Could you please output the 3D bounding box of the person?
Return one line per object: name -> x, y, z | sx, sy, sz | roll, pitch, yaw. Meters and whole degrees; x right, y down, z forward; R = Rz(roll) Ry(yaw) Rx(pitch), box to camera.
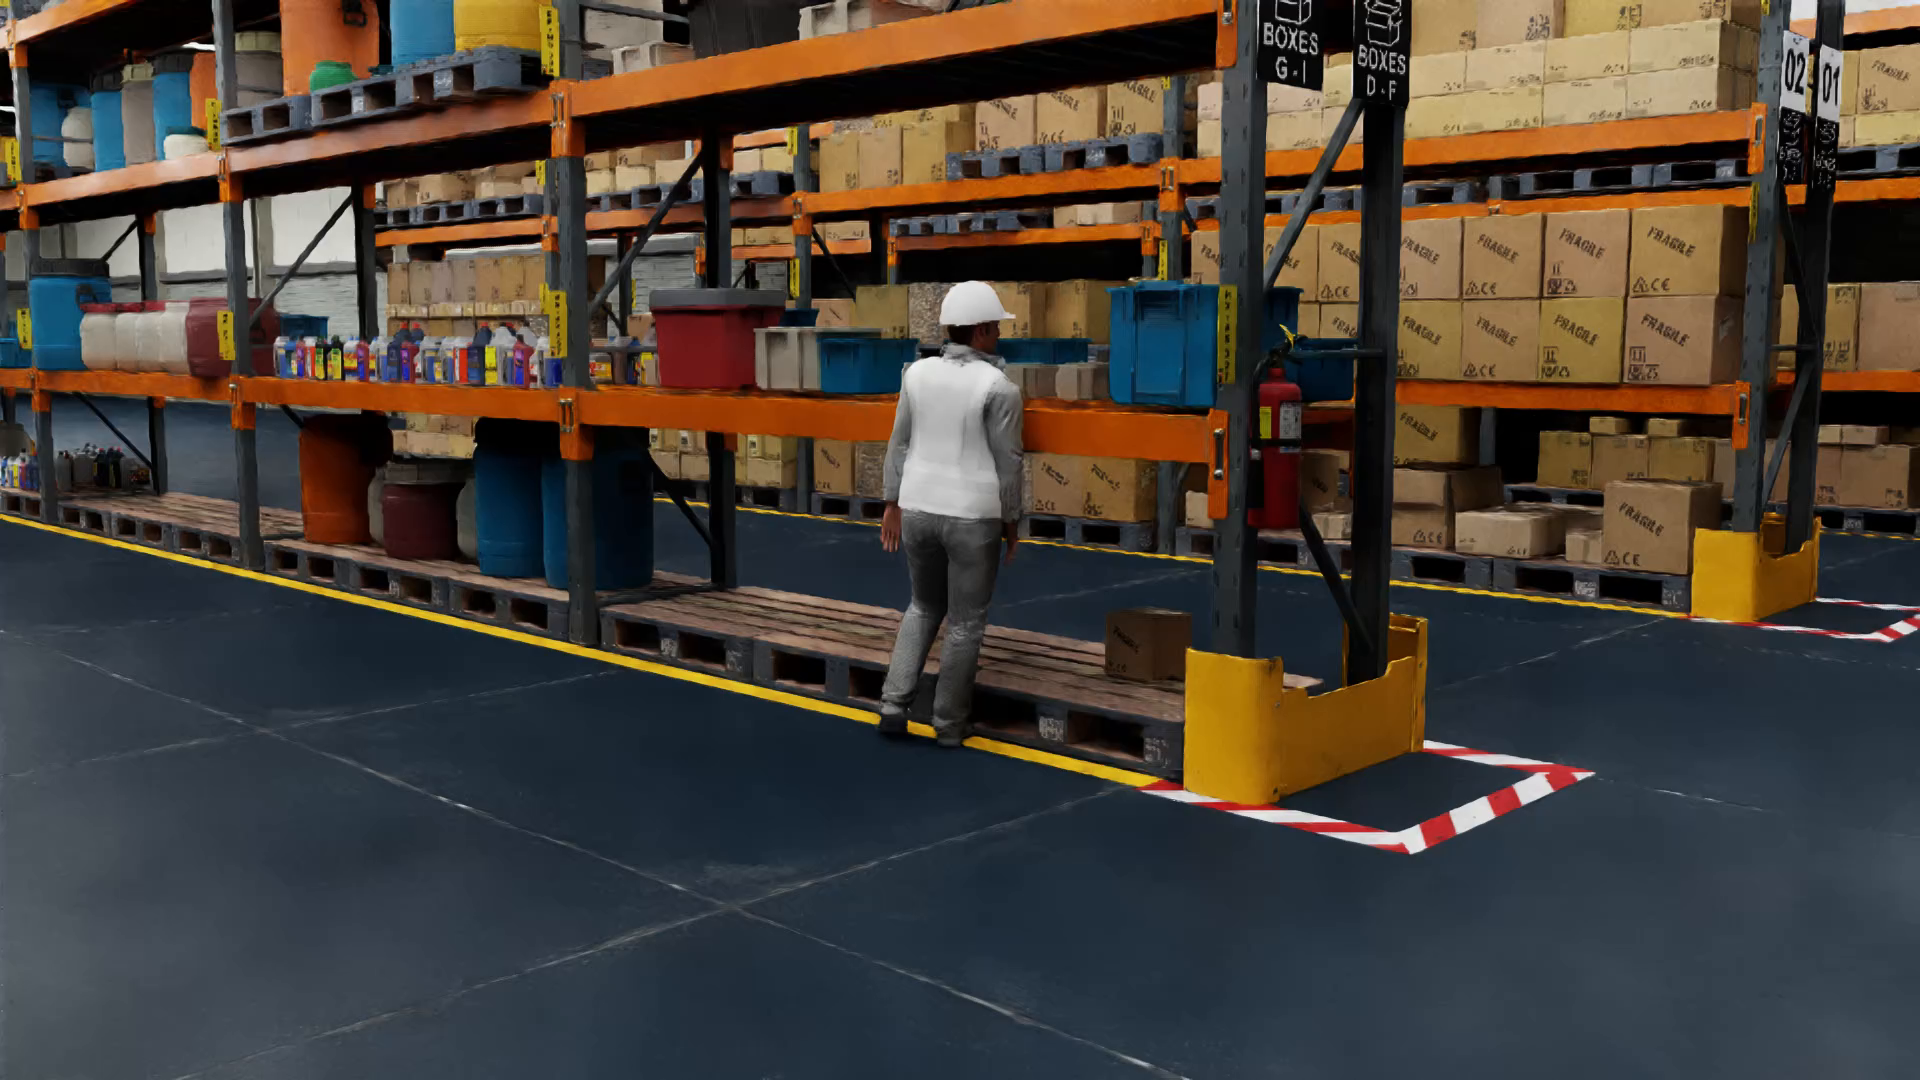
person -> -0.033, -0.077, 6.384 | 0.662, 1.811, 0.397 | 4, 8, 29
